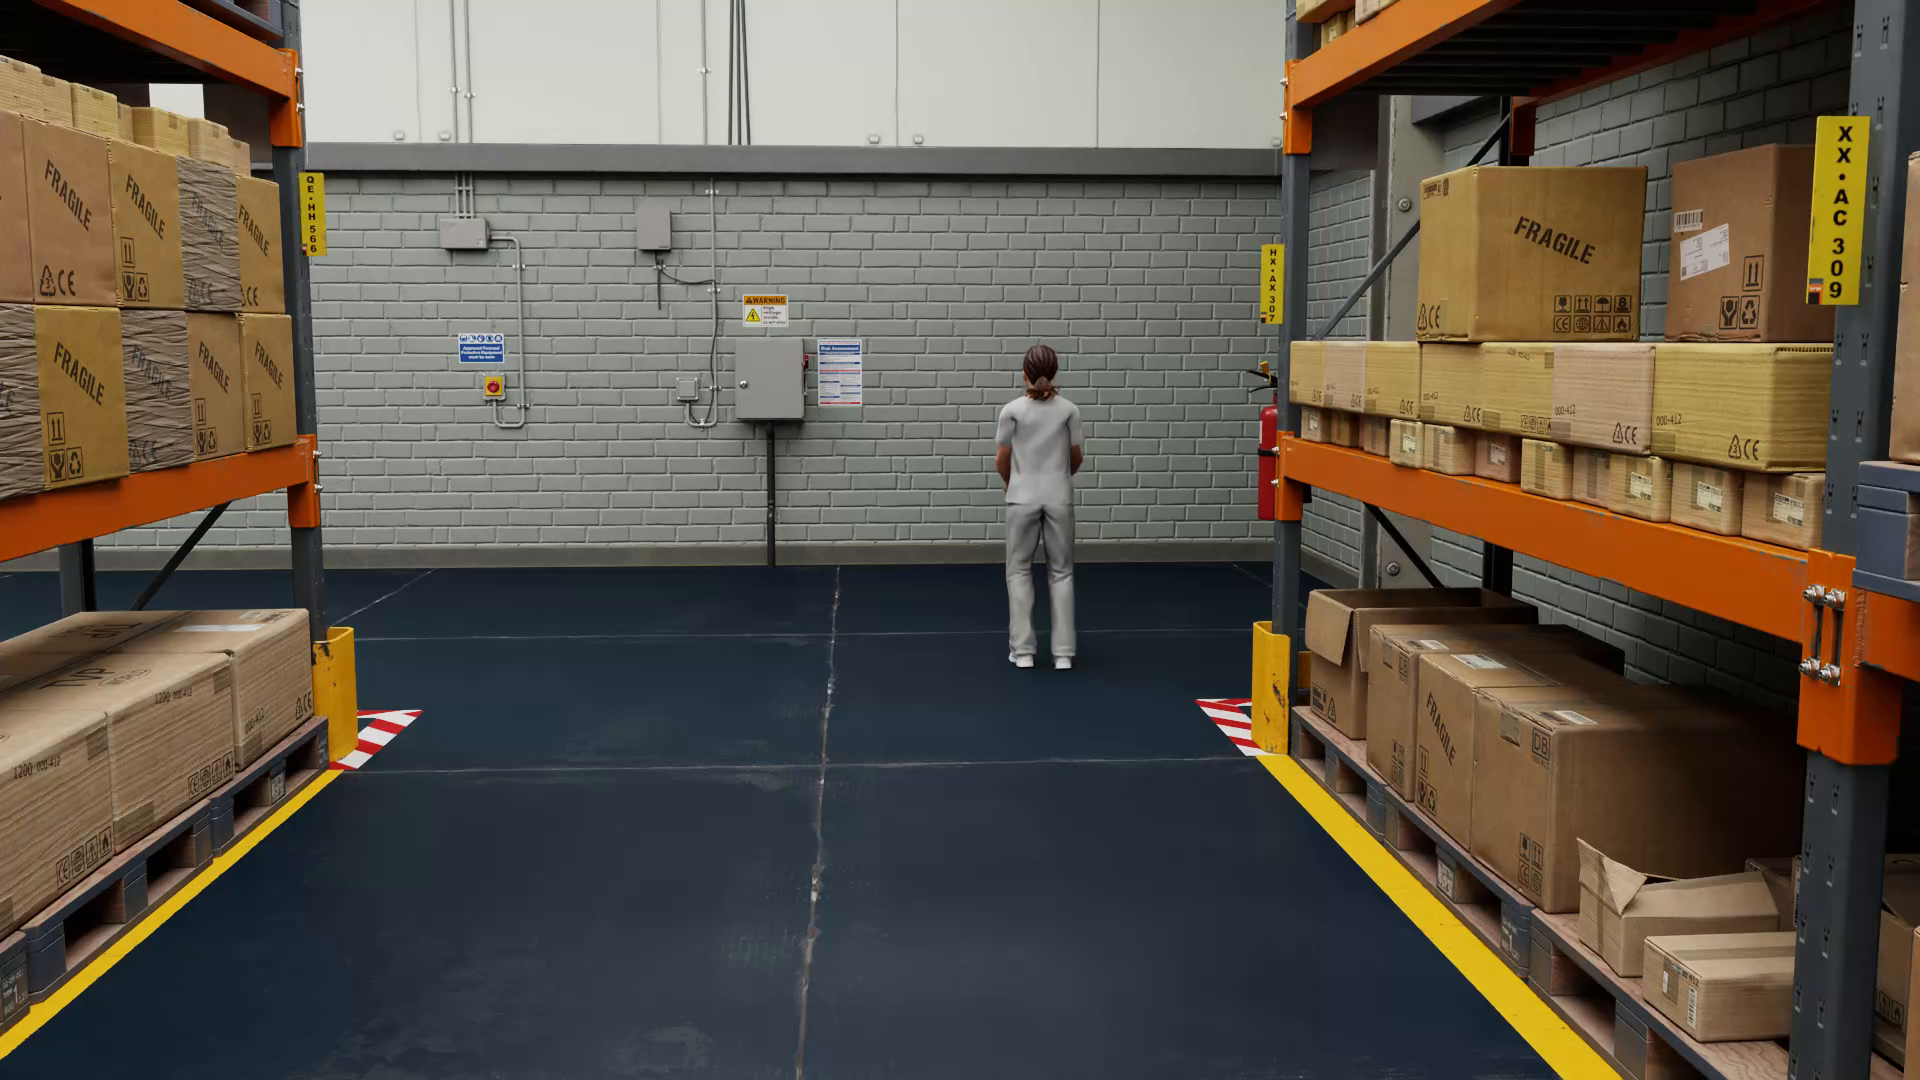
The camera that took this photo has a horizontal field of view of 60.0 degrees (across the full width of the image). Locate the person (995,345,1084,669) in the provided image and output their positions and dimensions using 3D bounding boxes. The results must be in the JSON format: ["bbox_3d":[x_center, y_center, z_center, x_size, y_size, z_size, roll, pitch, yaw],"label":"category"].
[{"bbox_3d":[0.406,-0.175,8.686,0.460,1.674,0.498,-1,7,-4],"label":"person"}]
